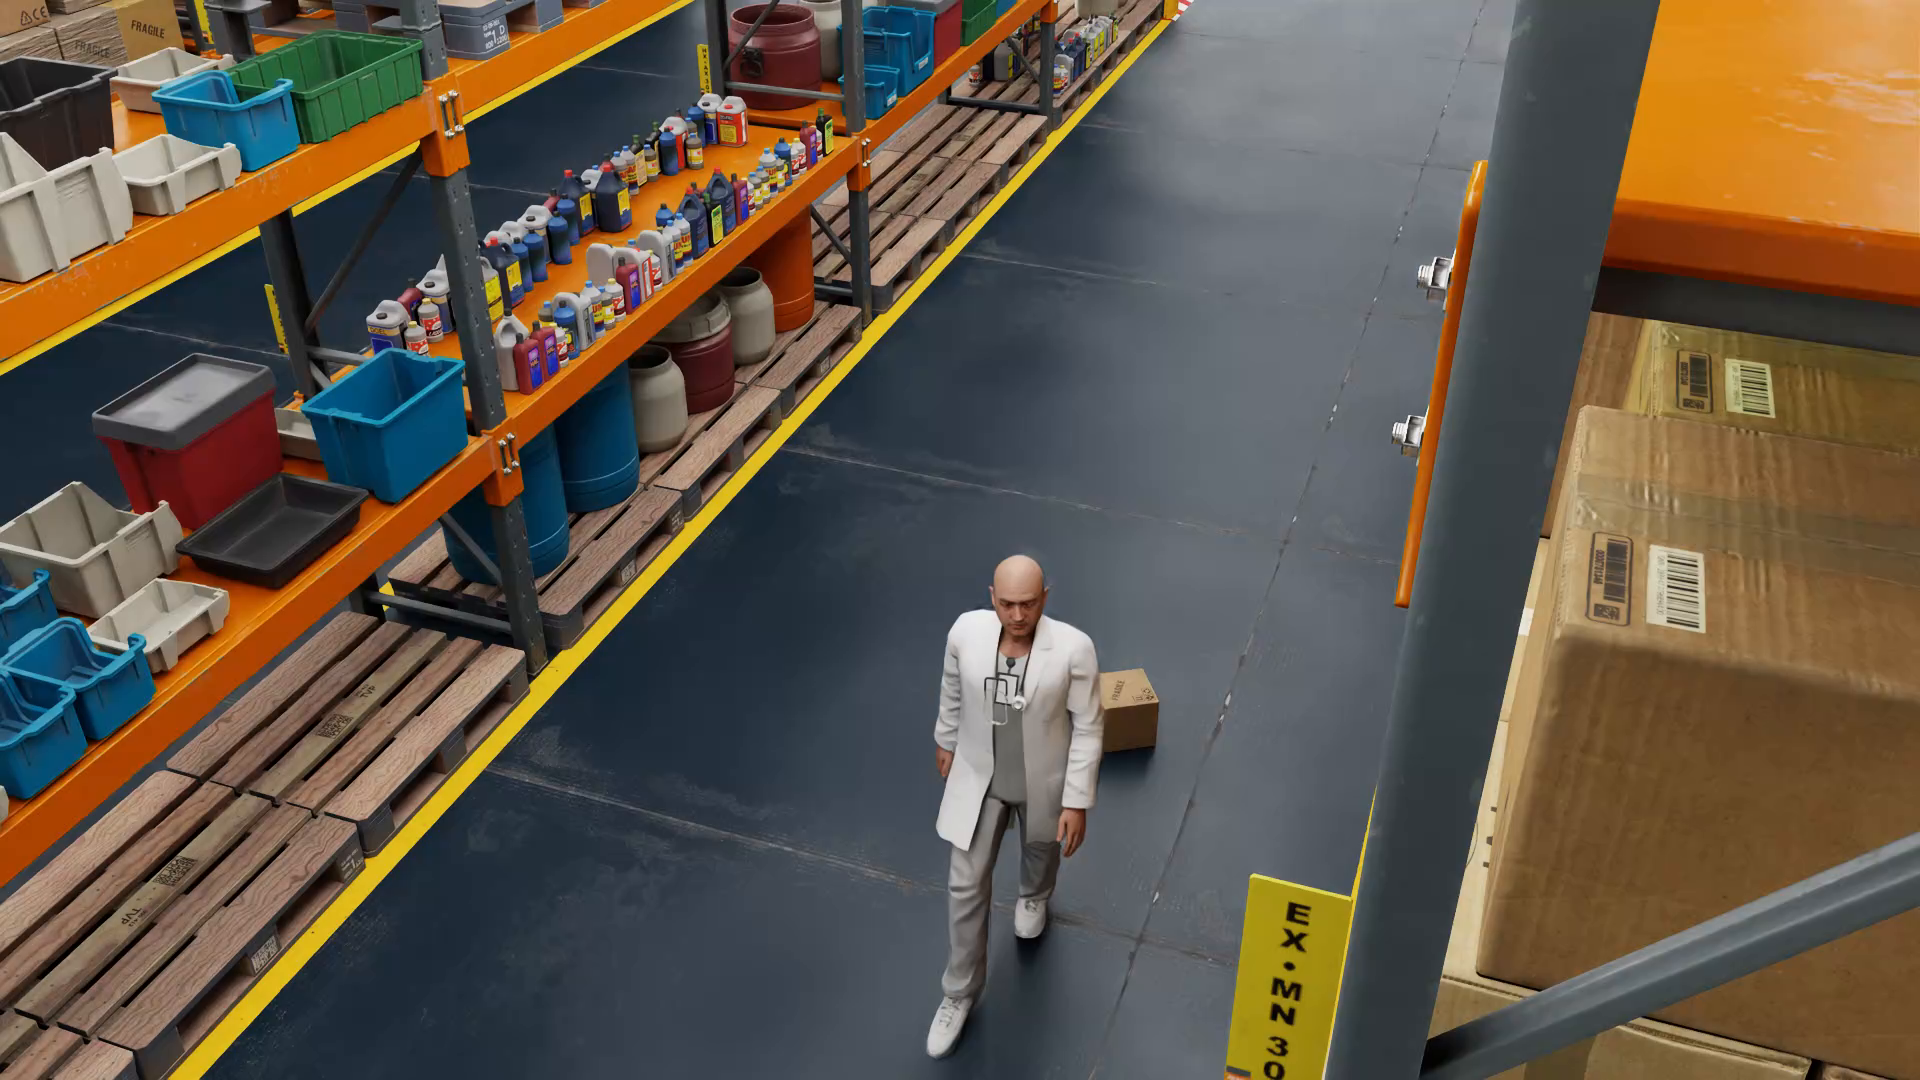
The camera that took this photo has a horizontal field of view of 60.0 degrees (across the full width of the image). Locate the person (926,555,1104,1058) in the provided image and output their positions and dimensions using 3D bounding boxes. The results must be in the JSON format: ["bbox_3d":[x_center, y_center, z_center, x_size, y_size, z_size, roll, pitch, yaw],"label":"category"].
[{"bbox_3d":[0.176,0.871,5.795,0.621,1.779,0.941,5,33,8],"label":"person"}]
